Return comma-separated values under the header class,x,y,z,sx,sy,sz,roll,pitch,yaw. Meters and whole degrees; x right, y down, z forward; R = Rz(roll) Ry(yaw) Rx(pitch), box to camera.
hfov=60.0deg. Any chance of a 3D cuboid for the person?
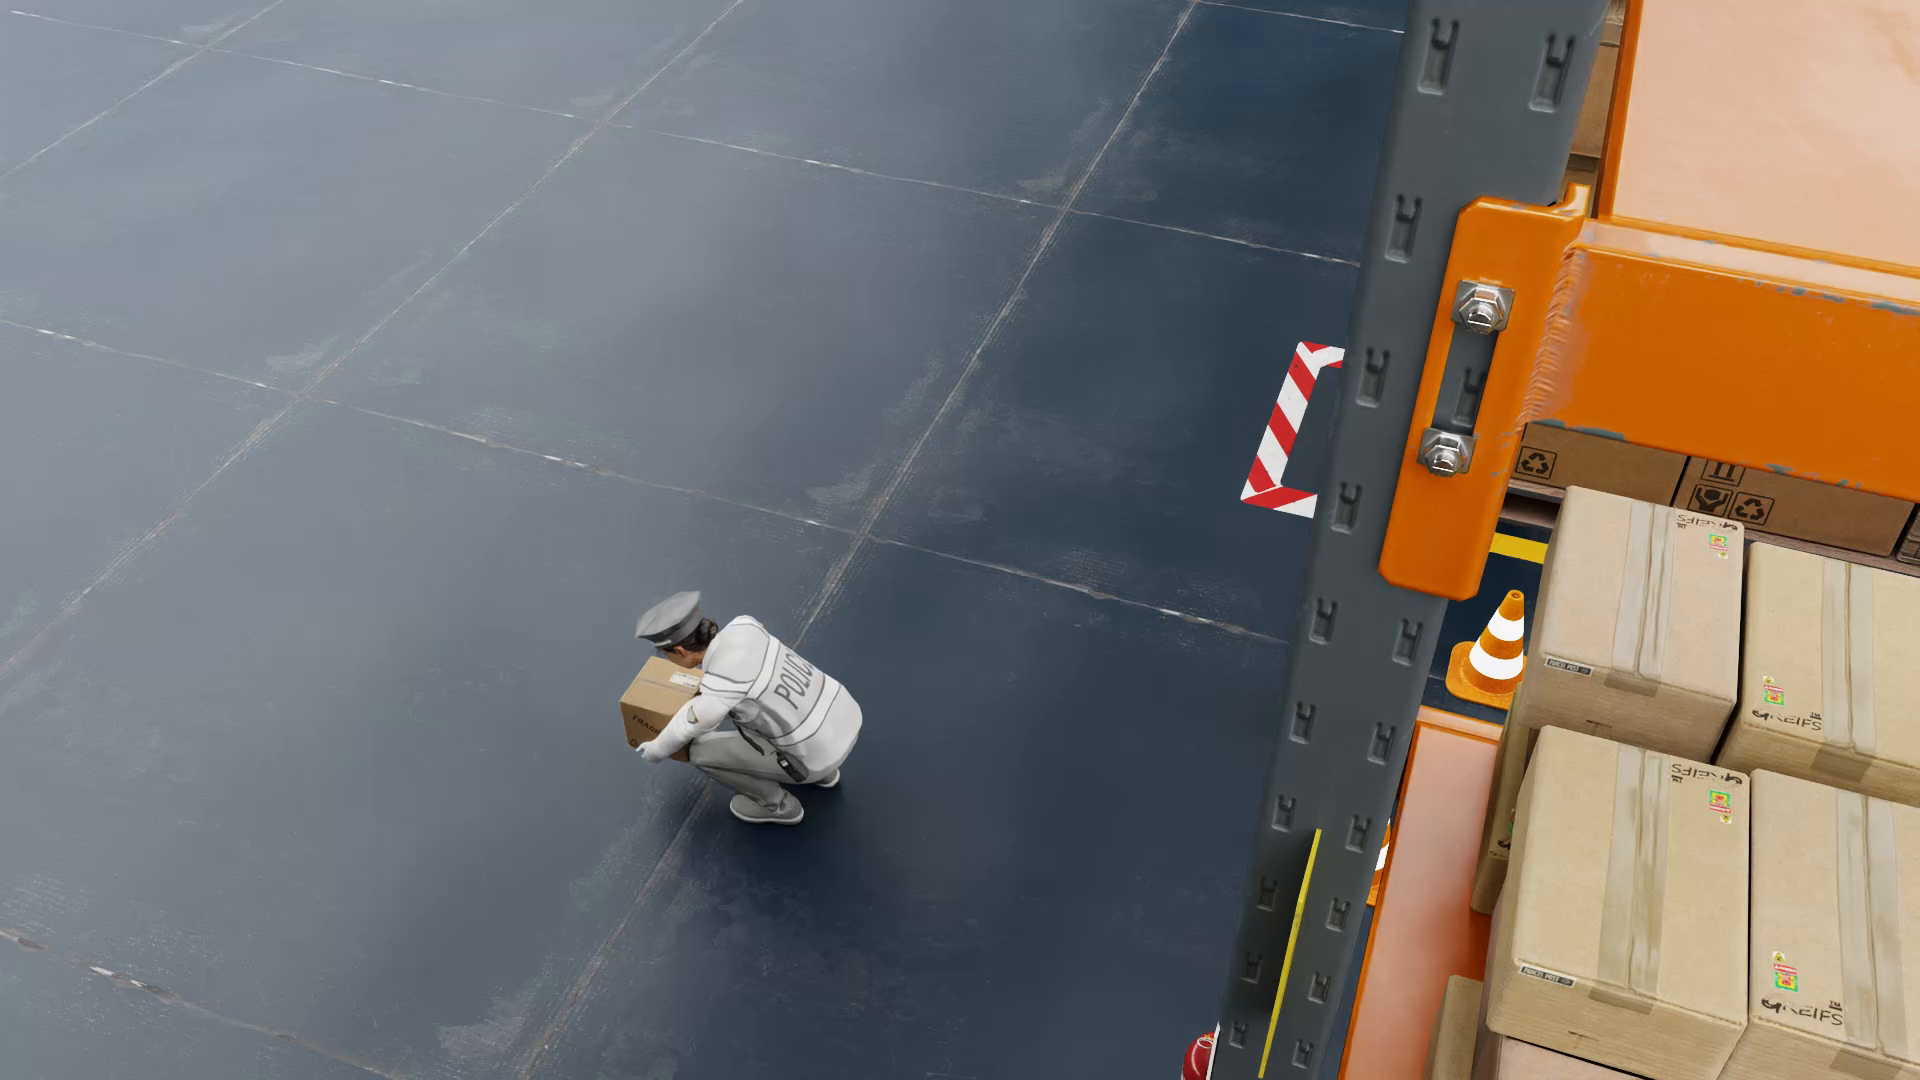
class,x,y,z,sx,sy,sz,roll,pitch,yaw
person,-0.772,0.590,6.036,0.821,0.964,0.490,13,43,15
